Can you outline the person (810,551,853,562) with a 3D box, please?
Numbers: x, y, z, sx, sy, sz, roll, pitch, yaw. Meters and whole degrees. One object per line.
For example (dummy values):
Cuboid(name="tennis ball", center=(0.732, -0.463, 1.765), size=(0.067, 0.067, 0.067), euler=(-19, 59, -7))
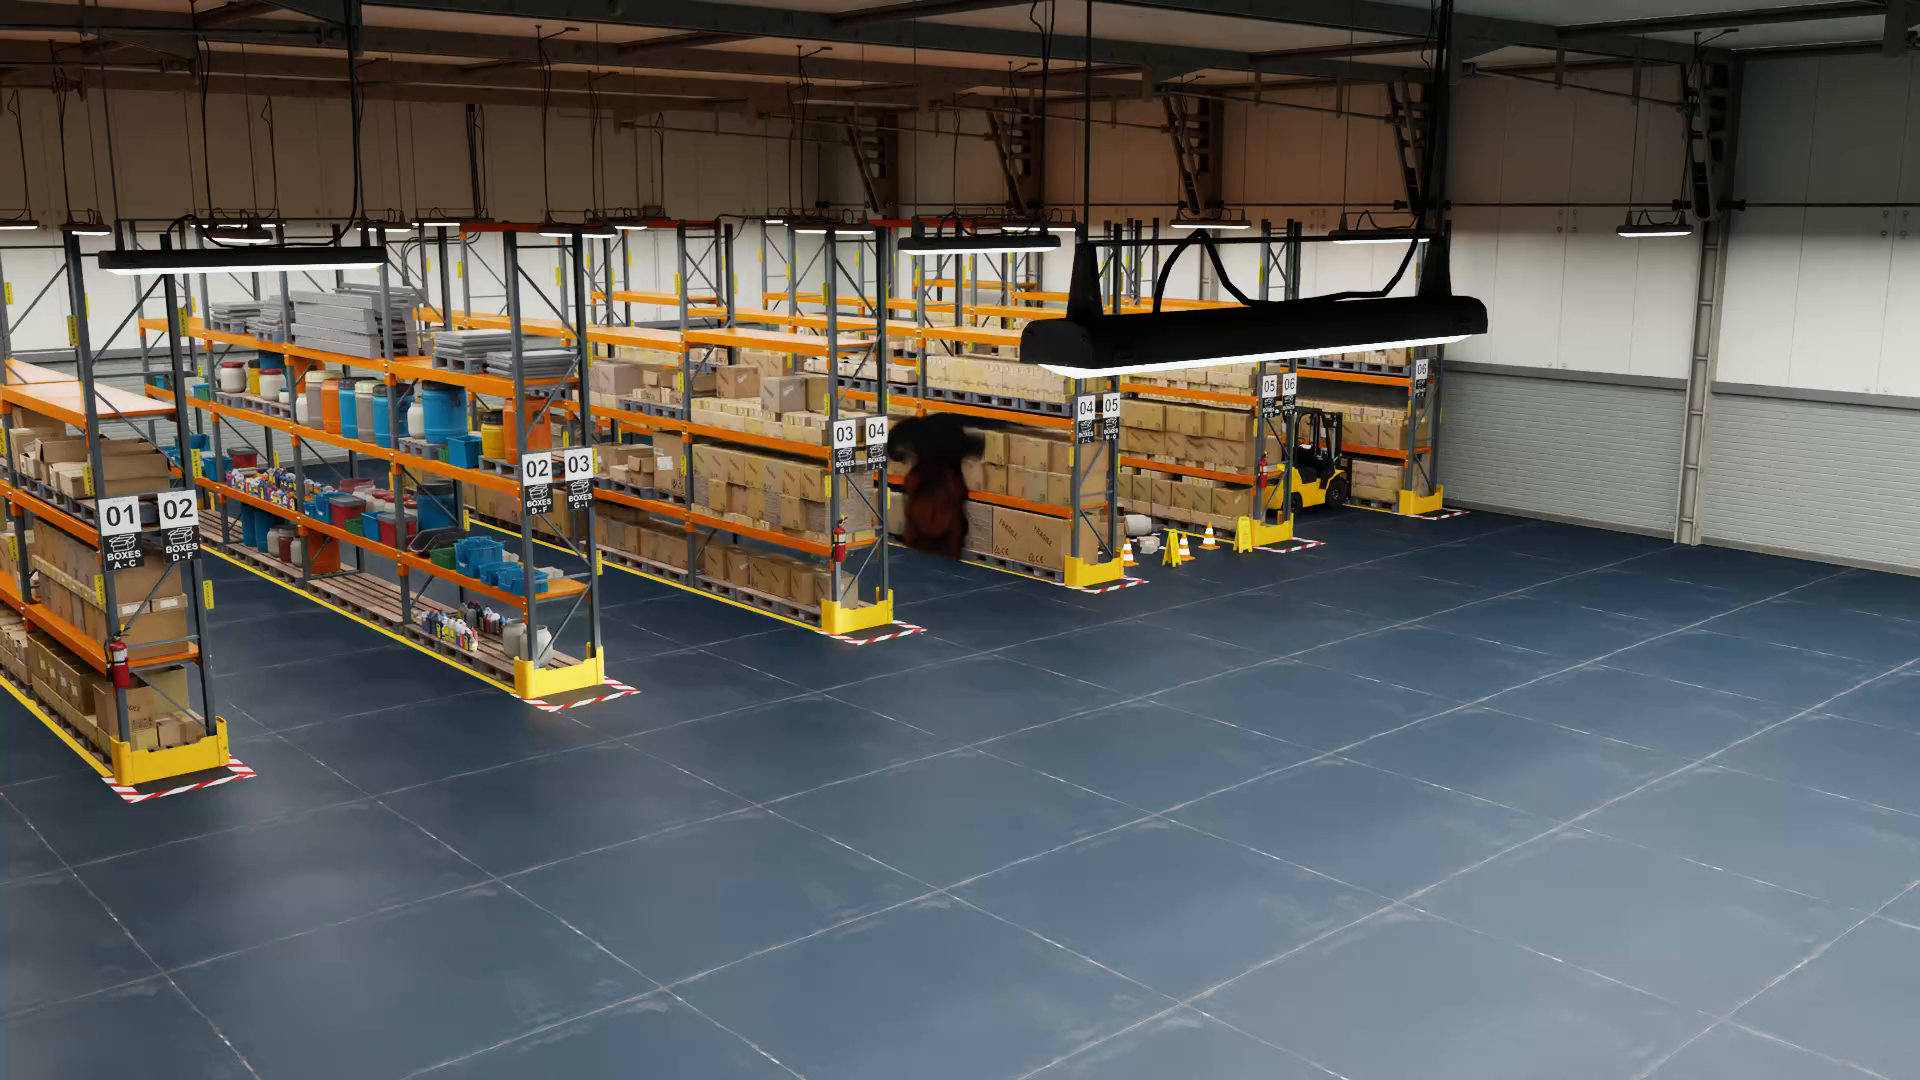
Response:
Cuboid(name="person", center=(-2.177, -0.344, 28.660), size=(0.794, 1.462, 0.493), euler=(2, 12, 11))
